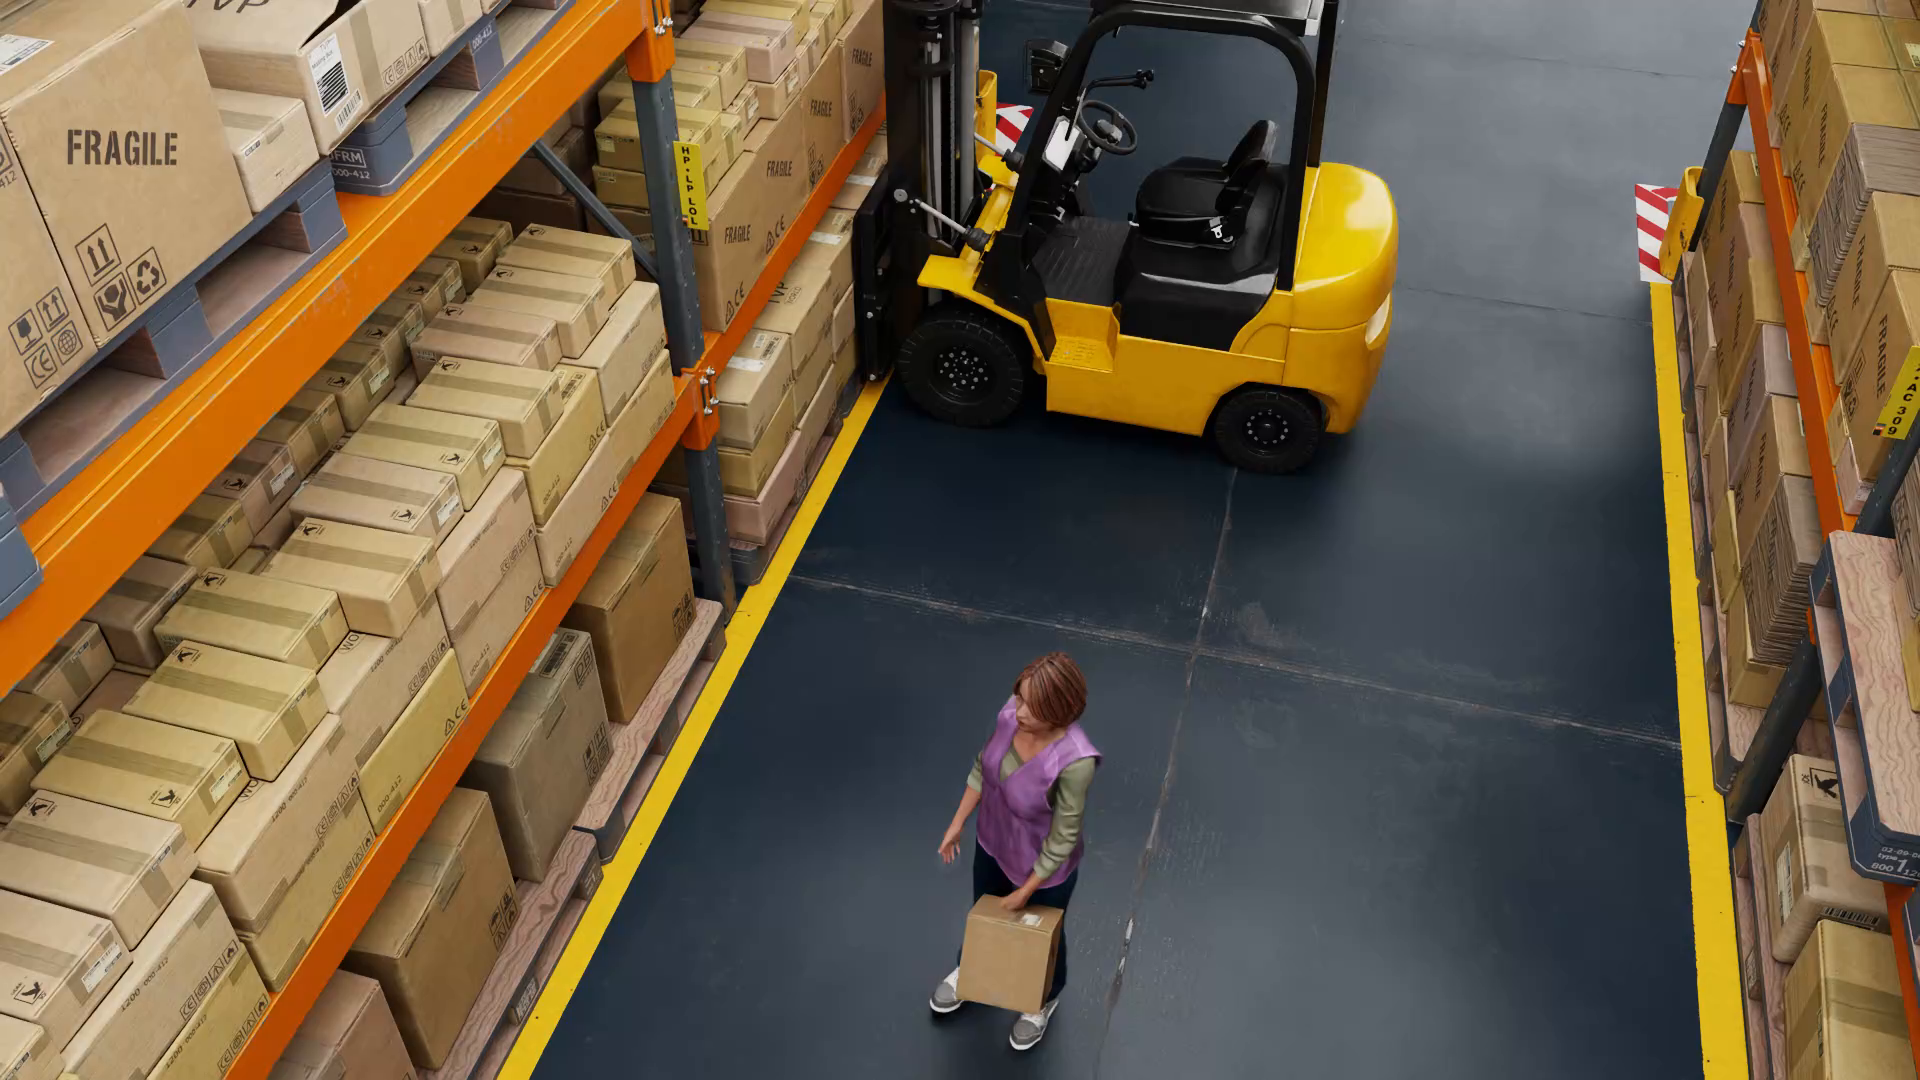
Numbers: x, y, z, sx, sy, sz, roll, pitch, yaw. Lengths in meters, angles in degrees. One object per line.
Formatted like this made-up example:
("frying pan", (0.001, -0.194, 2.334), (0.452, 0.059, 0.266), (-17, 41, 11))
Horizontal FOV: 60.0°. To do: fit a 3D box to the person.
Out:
("person", (0.161, 0.980, 5.052), (0.440, 1.589, 0.434), (-25, 47, -25))
